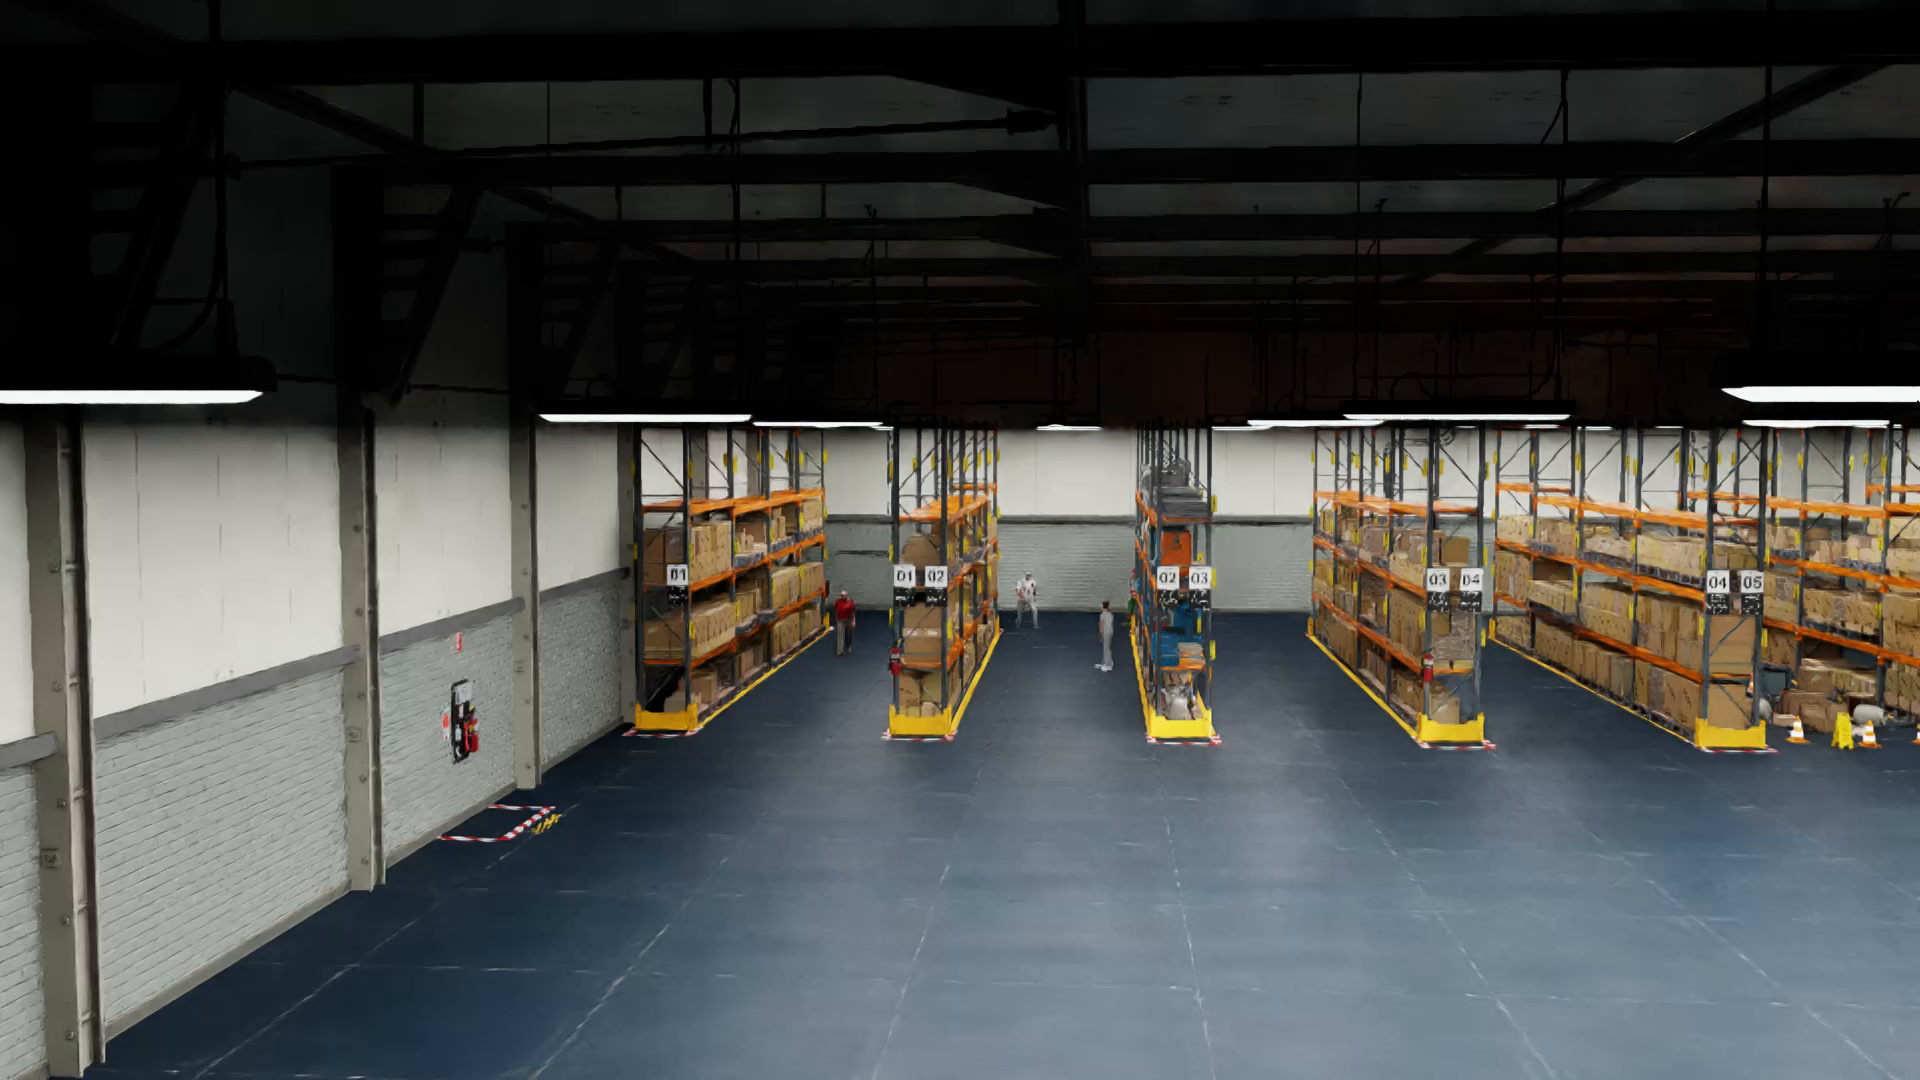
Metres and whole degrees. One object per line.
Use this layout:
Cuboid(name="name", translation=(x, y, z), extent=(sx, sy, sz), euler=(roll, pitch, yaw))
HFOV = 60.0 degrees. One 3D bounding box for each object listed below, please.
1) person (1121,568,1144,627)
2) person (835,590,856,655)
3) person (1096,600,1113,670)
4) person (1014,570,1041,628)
Cuboid(name="person", translation=(5.158, 1.672, 48.690), extent=(0.593, 1.744, 0.942), euler=(2, 4, 32))
Cuboid(name="person", translation=(-2.939, 2.101, 42.622), extent=(0.557, 1.669, 1.040), euler=(0, 4, 3))
Cuboid(name="person", translation=(3.478, 2.261, 39.986), extent=(0.569, 1.668, 0.562), euler=(3, 5, 34))
Cuboid(name="person", translation=(1.943, 1.707, 48.405), extent=(0.691, 1.691, 0.860), euler=(-1, 4, -12))
